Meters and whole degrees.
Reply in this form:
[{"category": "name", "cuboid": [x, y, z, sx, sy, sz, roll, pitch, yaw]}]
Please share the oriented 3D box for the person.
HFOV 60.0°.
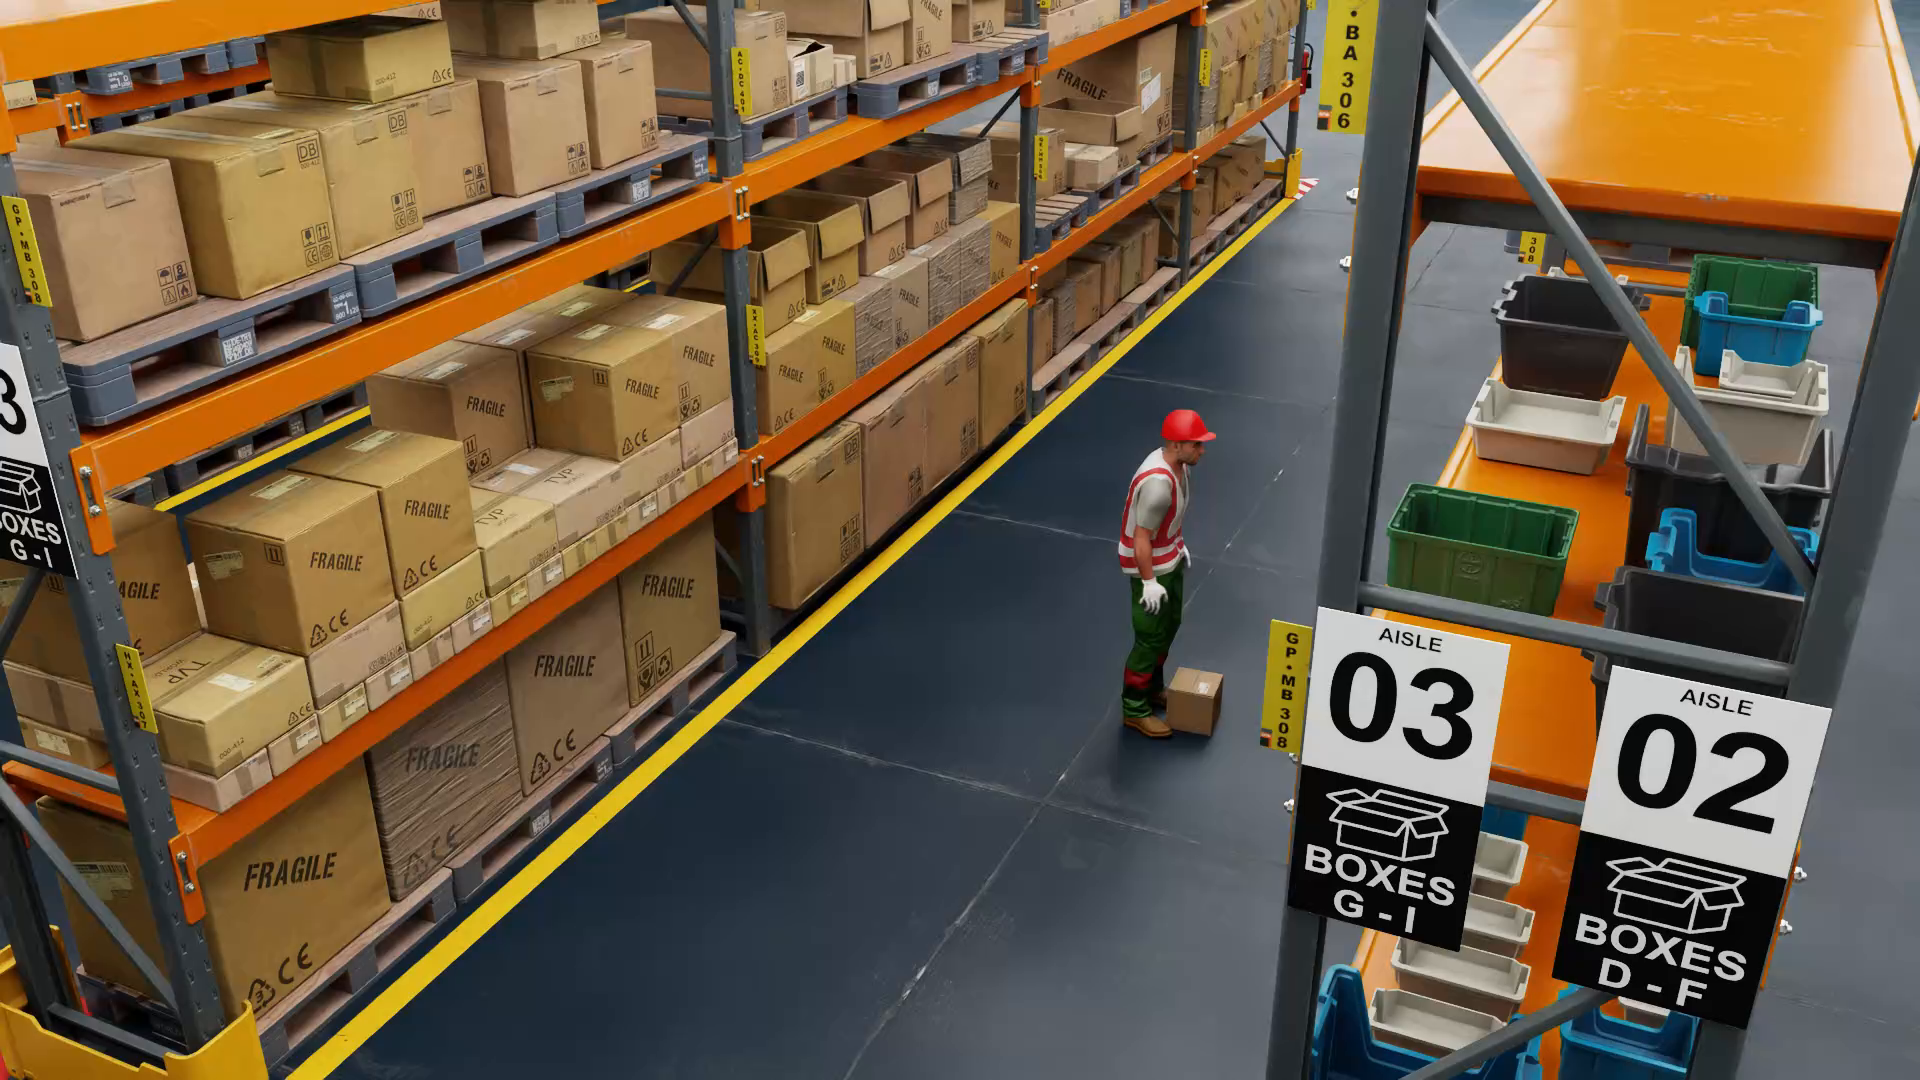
[{"category": "person", "cuboid": [1.074, 0.146, 8.794, 0.454, 1.779, 0.620, 11, 28, 21]}]
